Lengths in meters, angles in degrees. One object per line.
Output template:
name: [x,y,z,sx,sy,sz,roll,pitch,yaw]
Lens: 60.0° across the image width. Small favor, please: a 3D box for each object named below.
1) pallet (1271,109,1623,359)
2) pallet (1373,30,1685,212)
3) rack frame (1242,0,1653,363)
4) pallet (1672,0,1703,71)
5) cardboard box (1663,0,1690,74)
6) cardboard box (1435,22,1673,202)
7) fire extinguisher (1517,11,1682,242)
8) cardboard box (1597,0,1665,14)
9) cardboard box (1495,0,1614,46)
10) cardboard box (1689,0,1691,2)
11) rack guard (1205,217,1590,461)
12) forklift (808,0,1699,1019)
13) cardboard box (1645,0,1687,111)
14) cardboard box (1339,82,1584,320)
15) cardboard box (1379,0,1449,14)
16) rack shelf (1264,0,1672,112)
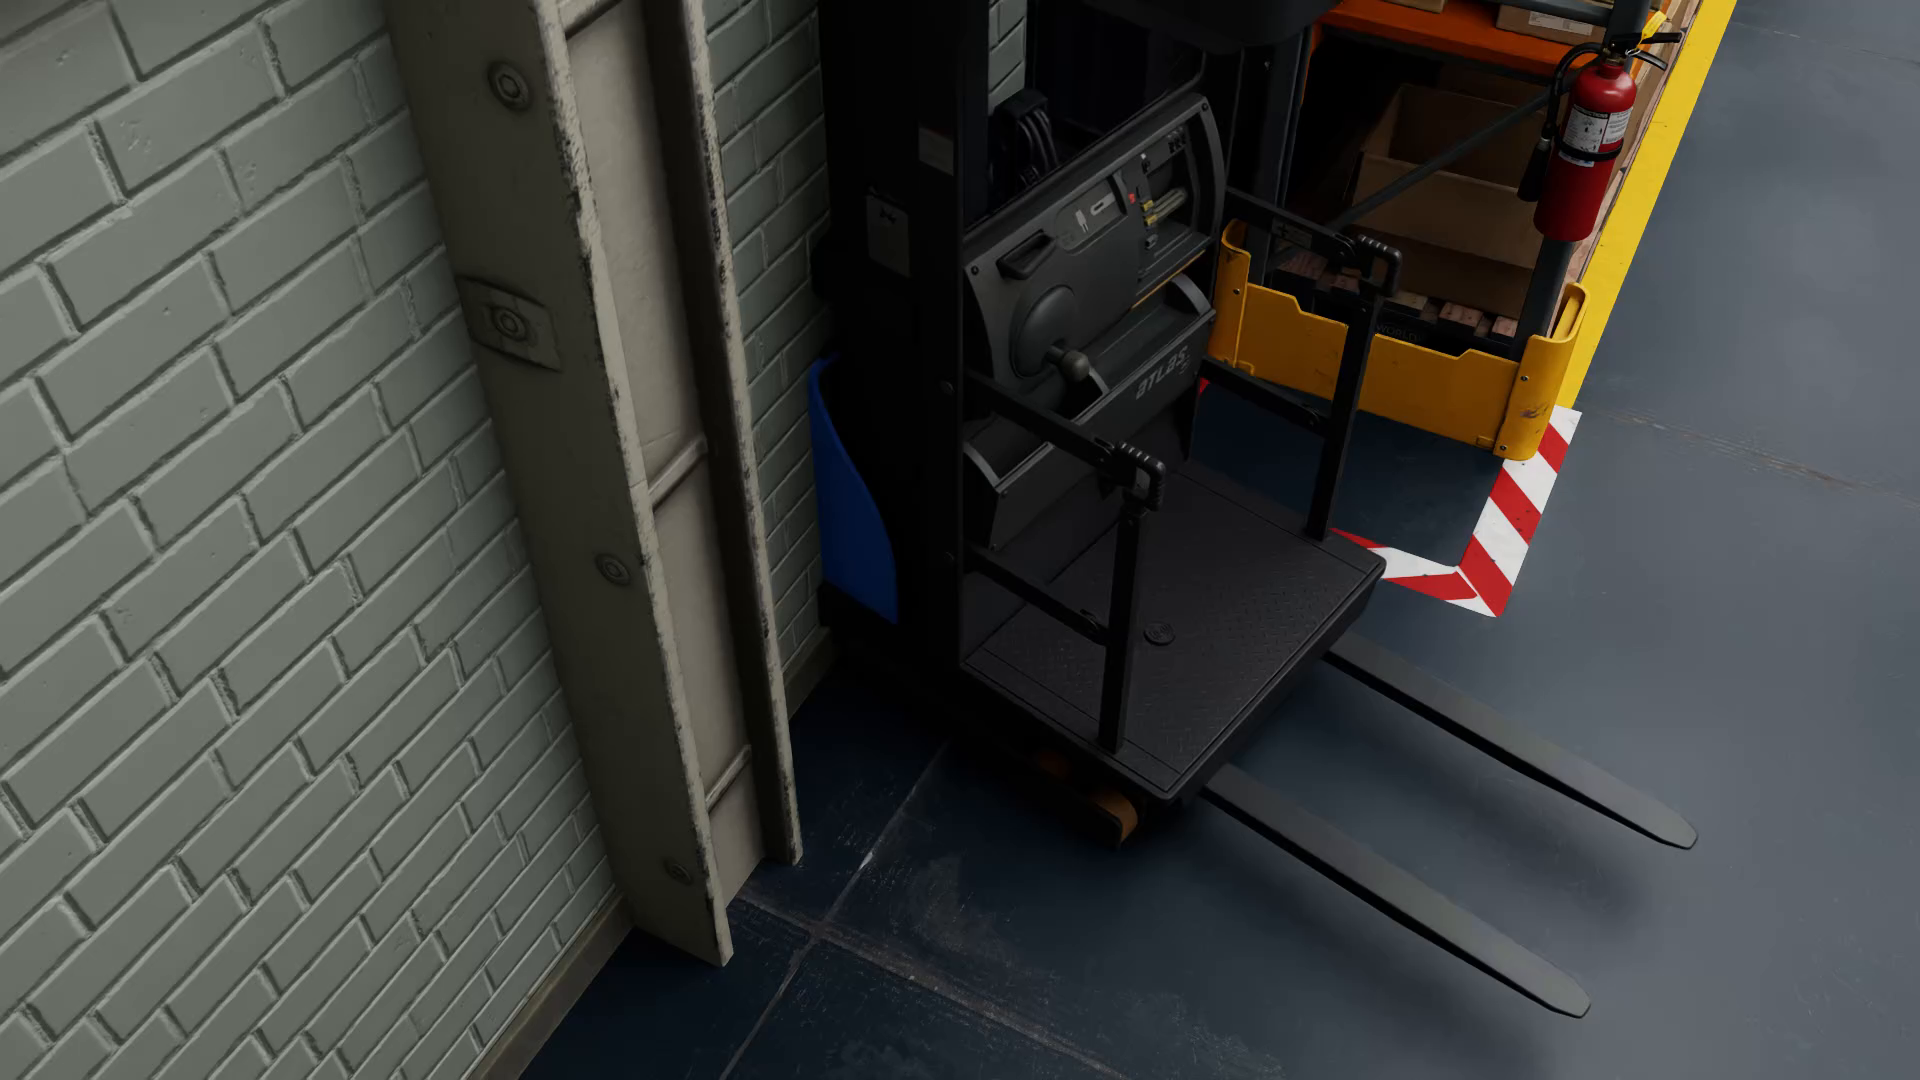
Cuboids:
pallet: [1.813,-1.122,6.211,1.003,0.211,1.213,20,49,19]
pallet: [2.380,-1.888,6.968,1.003,0.211,1.213,20,49,19]
rack frame: [1.408,-1.552,4.675,1.000,3.000,0.127,20,49,19]
pallet: [2.945,-2.660,7.730,1.003,0.211,1.213,20,49,19]
cardboard box: [2.689,-2.355,6.931,0.700,0.500,0.500,19,48,18]
cardboard box: [2.207,-1.701,6.284,0.700,0.500,0.500,22,49,21]
fire extinguisher: [1.749,-1.149,4.593,0.296,0.674,0.183,20,49,19]
cardboard box: [1.858,-1.801,4.817,0.500,0.250,0.500,21,49,19]
cardboard box: [1.804,-1.581,4.880,0.380,0.149,0.250,20,49,19]
cardboard box: [3.101,-2.586,7.324,0.396,0.266,0.258,22,49,20]
rack guard: [1.444,-0.722,5.612,1.175,0.500,0.348,20,49,19]
forklift: [0.498,-0.644,3.826,3.031,2.935,1.130,31,53,27]
cardboard box: [2.541,-2.001,6.581,0.500,0.500,0.500,21,49,20]
cardboard box: [1.776,-1.176,5.764,0.797,0.503,0.637,19,48,18]
cardboard box: [1.324,-1.761,5.059,0.380,0.149,0.250,20,49,19]
rack shelf: [2.337,-2.559,6.176,1.077,0.370,4.000,20,49,19]
